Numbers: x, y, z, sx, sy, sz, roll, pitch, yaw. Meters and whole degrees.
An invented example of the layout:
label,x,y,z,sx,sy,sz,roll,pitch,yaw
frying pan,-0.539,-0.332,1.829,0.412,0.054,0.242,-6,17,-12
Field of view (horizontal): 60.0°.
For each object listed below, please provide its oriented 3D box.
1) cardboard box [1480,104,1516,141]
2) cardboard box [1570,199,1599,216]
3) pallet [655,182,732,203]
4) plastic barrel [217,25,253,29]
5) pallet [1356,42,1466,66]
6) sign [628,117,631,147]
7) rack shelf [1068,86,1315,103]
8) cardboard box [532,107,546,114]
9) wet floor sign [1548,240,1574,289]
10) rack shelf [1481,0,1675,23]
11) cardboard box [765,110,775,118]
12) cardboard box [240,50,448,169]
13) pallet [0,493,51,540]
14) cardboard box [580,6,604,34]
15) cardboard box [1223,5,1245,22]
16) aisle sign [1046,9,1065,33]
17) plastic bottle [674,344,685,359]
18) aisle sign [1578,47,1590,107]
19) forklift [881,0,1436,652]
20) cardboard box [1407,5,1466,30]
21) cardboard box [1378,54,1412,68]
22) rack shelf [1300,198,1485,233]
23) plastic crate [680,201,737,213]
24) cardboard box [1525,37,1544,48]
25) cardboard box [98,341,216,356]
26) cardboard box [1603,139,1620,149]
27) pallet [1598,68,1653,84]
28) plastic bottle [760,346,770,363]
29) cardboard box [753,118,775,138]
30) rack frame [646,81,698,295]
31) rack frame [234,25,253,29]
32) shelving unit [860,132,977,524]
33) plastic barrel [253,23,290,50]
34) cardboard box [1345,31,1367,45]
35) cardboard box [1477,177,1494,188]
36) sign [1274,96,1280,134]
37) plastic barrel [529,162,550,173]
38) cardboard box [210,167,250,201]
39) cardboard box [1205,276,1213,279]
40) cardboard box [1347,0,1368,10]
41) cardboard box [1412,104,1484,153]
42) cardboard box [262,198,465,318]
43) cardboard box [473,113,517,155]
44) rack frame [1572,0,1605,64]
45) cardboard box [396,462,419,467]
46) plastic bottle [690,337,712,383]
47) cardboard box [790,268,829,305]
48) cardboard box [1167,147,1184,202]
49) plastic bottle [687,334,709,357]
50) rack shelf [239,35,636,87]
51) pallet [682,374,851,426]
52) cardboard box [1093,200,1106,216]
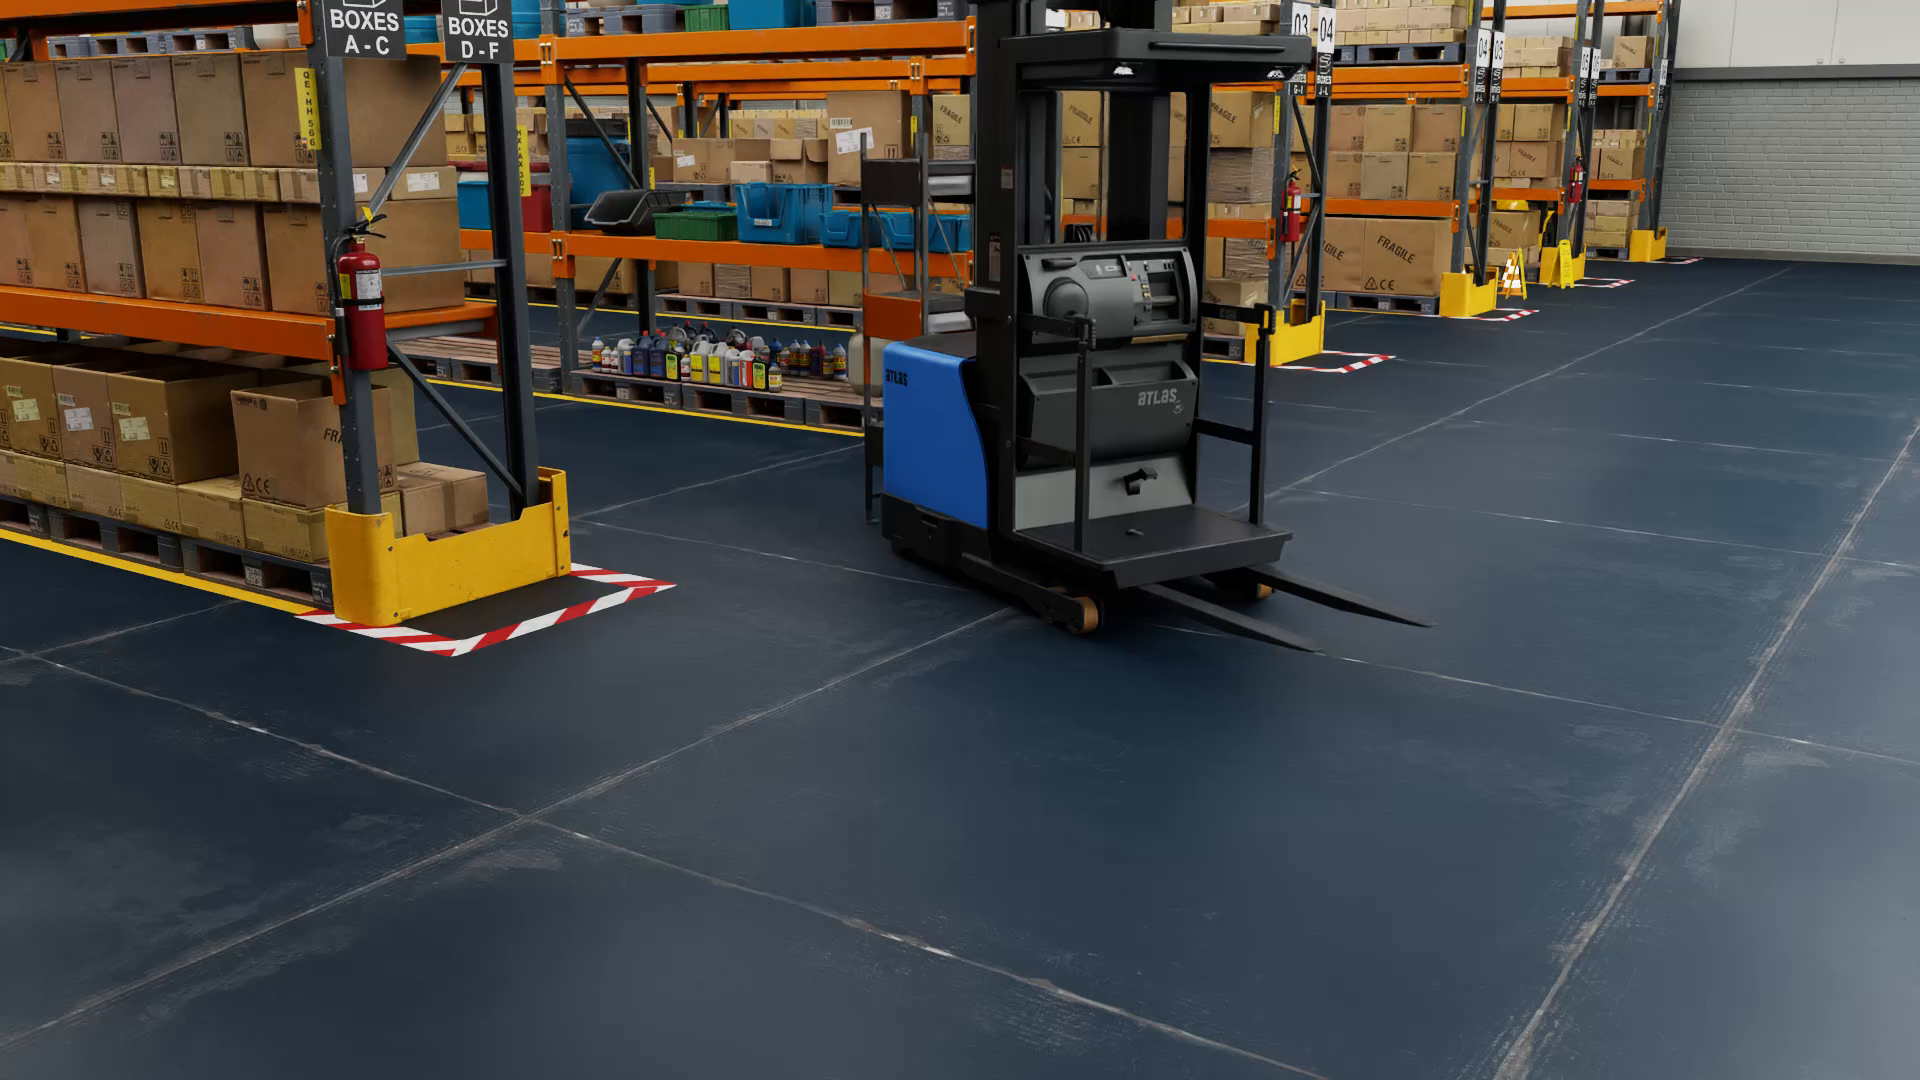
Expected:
label,x,y,z,sx,sy,sz,roll,pitch,yaw
cardboard box,7.724,-5.935,23.647,0.500,0.500,0.700,9,17,33
cardboard box,10.469,-5.574,27.864,0.500,0.250,0.500,10,17,34
pallet,-2.833,-4.092,19.508,1.003,0.211,1.213,9,17,33
plastic barrel,-6.717,-5.217,15.644,0.708,0.830,0.600,9,17,33
pallet,5.385,-5.672,19.436,1.213,0.211,1.003,9,17,33
sign,-3.791,-4.710,19.198,0.005,0.325,0.100,9,17,33
rack shelf,3.707,-7.074,26.410,4.000,0.370,1.077,9,17,33
cardboard box,-6.623,-6.806,27.167,0.500,0.500,0.500,10,17,34
wet floor sign,8.246,-3.780,22.752,0.267,0.644,0.232,-10,17,-35
rack shelf,9.793,-8.789,27.931,4.000,0.370,1.077,9,17,33
cardboard box,-3.383,-7.877,30.762,0.250,0.149,0.380,9,17,33
cardboard box,-2.802,-1.962,7.599,0.500,0.500,0.700,9,17,33
pallet,-5.060,-0.279,9.512,1.213,0.211,1.003,9,17,33
cardboard box,-4.030,-6.036,19.635,0.637,0.503,0.797,10,17,36
cardboard box,2.599,-4.796,15.196,0.250,0.149,0.380,9,16,31
aisle sign,0.613,-3.509,11.347,0.004,0.787,0.394,9,17,33
plastic bottle,-2.191,-1.396,12.981,0.097,0.271,0.097,0,14,0
aisle sign,8.575,-6.358,22.854,0.004,0.787,0.394,9,17,33
forklift,0.798,-1.142,7.337,1.130,2.935,3.031,-9,16,-31
cardboard box,5.444,-5.951,18.991,0.500,0.250,0.500,9,17,34
cardboard box,6.420,-6.975,24.210,0.500,0.250,0.500,9,17,33
rack shelf,4.347,-4.081,20.562,4.000,0.370,1.077,9,17,33
plastic crate,-1.859,-2.569,13.266,0.616,0.251,0.499,9,17,33
cardboard box,8.047,-6.912,23.124,0.250,0.149,0.380,10,17,34
cardboard box,-4.364,-0.827,9.208,0.500,0.500,0.500,9,17,33
cardboard box,10.780,-6.535,27.421,0.250,0.149,0.380,9,17,34
pallet,10.880,-7.665,27.488,1.213,0.211,1.003,9,17,33
plastic bottle,-1.561,-1.459,13.384,0.097,0.201,0.097,0,14,0
cardboard box,-3.488,-7.585,30.933,0.500,0.500,0.500,9,17,32
rack frame,-3.484,-4.259,19.786,0.127,3.000,1.000,9,17,33
rack frame,-6.248,-6.184,15.075,0.127,3.000,1.000,9,17,33
shelving unit,-0.206,-1.100,8.897,0.431,2.100,0.503,-12,18,-41
plastic barrel,-6.161,-4.679,15.007,0.421,0.512,0.421,0,14,0
cardboard box,4.697,-5.862,19.458,0.250,0.149,0.380,9,16,32
cardboard box,7.552,-5.127,23.813,0.250,0.149,0.380,10,17,34
sign,2.828,-3.794,14.838,0.005,0.325,0.100,9,17,33
plastic barrel,-3.600,-2.973,14.308,0.433,0.535,0.433,0,14,0
cardboard box,-3.231,-1.657,7.717,0.250,0.149,0.380,9,16,32
cardboard box,2.130,-2.337,16.350,0.500,0.500,0.500,-12,18,-39
cardboard box,4.696,-6.249,19.363,0.250,0.149,0.380,9,17,33
cardboard box,5.720,-4.816,19.476,0.550,0.550,0.875,9,17,33
cardboard box,-2.758,-1.325,7.726,0.500,0.500,0.700,9,17,33
cardboard box,-5.705,-5.153,21.100,0.637,0.503,0.797,9,17,33
rack frame,8.685,-8.074,22.713,0.127,3.000,1.000,9,17,33
cardboard box,-3.115,-0.263,8.492,0.500,0.250,0.500,9,17,33
plastic bottle,-1.981,-1.389,12.791,0.185,0.351,0.144,9,17,32
cardboard box,-1.512,-2.952,18.793,0.500,0.500,0.700,8,16,28
cardboard box,2.232,-3.501,15.898,0.500,0.500,0.875,9,17,33
plastic bottle,-2.136,-1.539,13.550,0.135,0.276,0.152,9,17,33
rack shelf,-4.588,-4.110,14.439,4.000,0.370,1.077,9,17,33
pallet,-1.378,-1.120,12.907,1.213,0.211,1.003,9,17,33
cardboard box,1.499,-3.241,16.198,0.250,0.149,0.380,9,17,33
